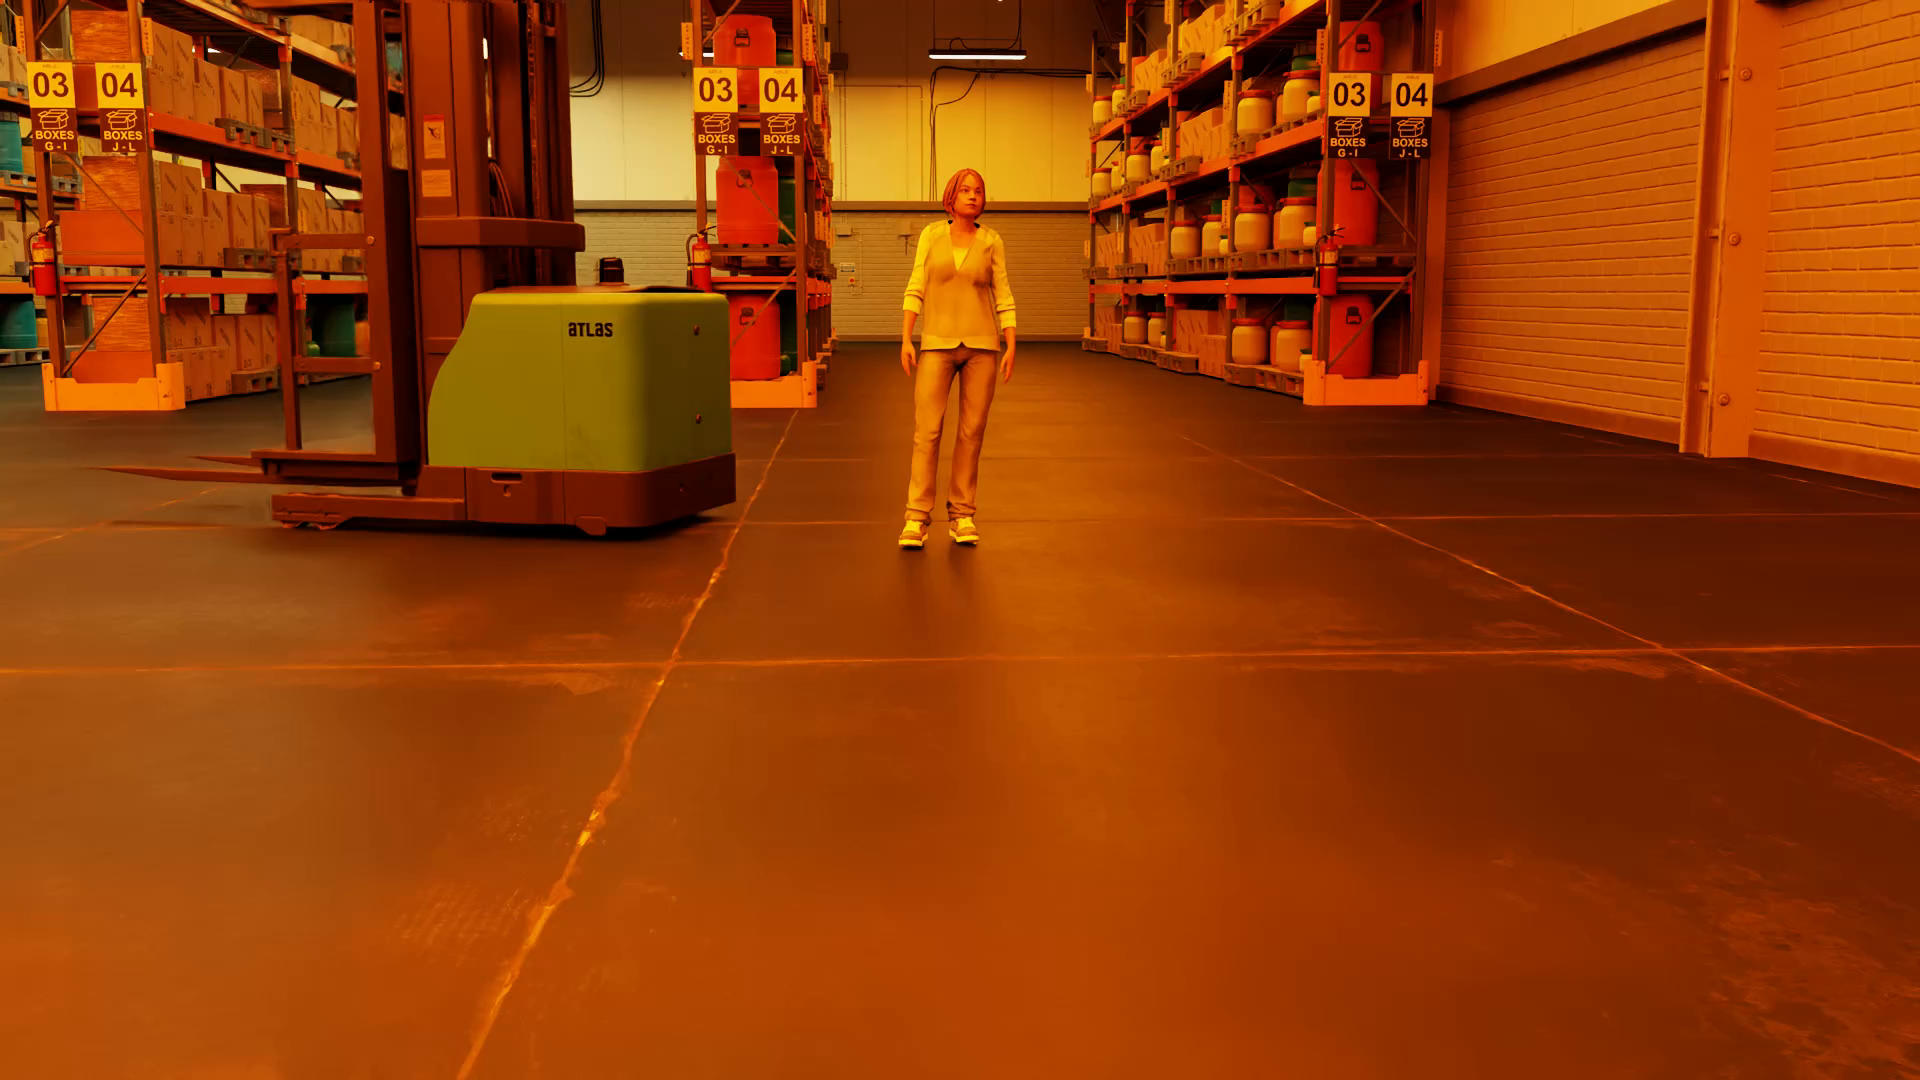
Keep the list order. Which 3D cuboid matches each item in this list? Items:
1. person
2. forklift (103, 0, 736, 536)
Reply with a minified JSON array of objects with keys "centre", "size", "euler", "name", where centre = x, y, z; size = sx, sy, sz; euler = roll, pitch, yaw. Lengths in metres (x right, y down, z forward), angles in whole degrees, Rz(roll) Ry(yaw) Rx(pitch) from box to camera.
[{"centre":[-0.010,-0.786,7.118],"size":[0.520,1.597,0.475],"euler":[-1,8,-4],"name":"person"},{"centre":[-2.664,-1.565,7.874],"size":[3.031,2.935,1.130],"euler":[2,9,16],"name":"forklift"}]
